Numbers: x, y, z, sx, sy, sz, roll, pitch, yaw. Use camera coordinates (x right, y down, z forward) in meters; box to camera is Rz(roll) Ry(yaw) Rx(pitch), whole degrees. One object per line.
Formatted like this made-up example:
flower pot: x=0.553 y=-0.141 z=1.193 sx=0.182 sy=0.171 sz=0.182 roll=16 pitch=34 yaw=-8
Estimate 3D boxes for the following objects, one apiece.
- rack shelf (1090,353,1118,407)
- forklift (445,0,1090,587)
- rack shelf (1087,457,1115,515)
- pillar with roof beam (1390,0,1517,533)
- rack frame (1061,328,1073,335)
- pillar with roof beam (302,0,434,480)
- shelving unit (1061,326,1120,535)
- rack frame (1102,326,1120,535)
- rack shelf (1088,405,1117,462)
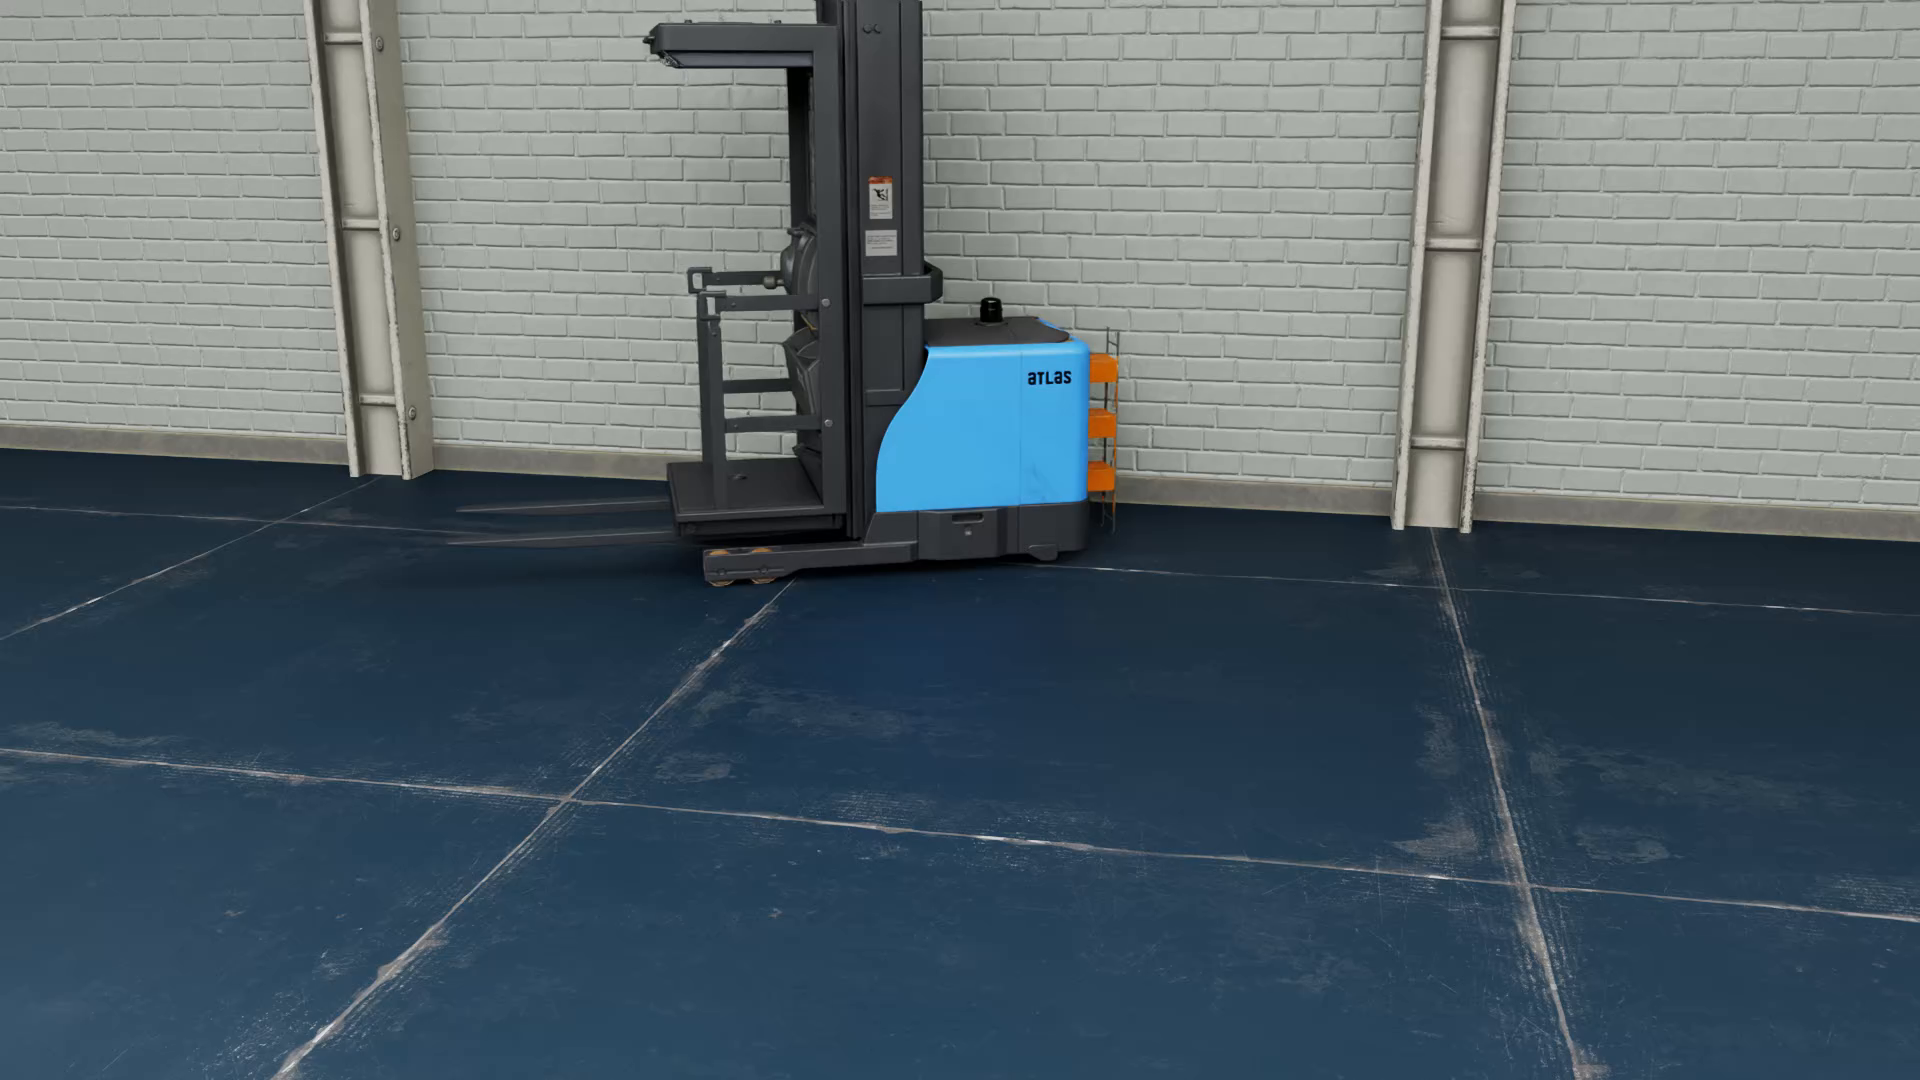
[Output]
rack shelf: x=0.655 y=-0.816 z=8.448 sx=0.240 sy=0.259 sz=0.215 roll=-3 pitch=16 yaw=-11
forklift: x=-0.940 y=-1.350 z=7.877 sx=3.031 sy=2.935 sz=1.130 roll=-3 pitch=16 yaw=-11
rack shelf: x=0.655 y=-0.275 z=8.598 sx=0.240 sy=0.259 sz=0.215 roll=-3 pitch=16 yaw=-11
pillar with roof beam: x=1.630 y=-3.297 z=3.539 sx=0.400 sy=9.000 sz=9.100 roll=3 pitch=16 yaw=11
rack frame: x=0.536 y=-0.546 z=8.497 sx=0.008 sy=1.050 sz=0.200 roll=-3 pitch=16 yaw=-11
pillar with roof beam: x=-4.249 y=-3.617 z=4.691 sx=0.400 sy=9.000 sz=9.100 roll=3 pitch=16 yaw=11
shelving unit: x=0.655 y=-0.553 z=8.521 sx=0.252 sy=1.050 sz=0.215 roll=-3 pitch=16 yaw=-11
rack frame: x=0.774 y=-0.559 z=8.545 sx=0.008 sy=1.050 sz=0.200 roll=-3 pitch=16 yaw=-11
rack shelf: x=0.655 y=-0.543 z=8.524 sx=0.240 sy=0.259 sz=0.215 roll=-3 pitch=16 yaw=-11
